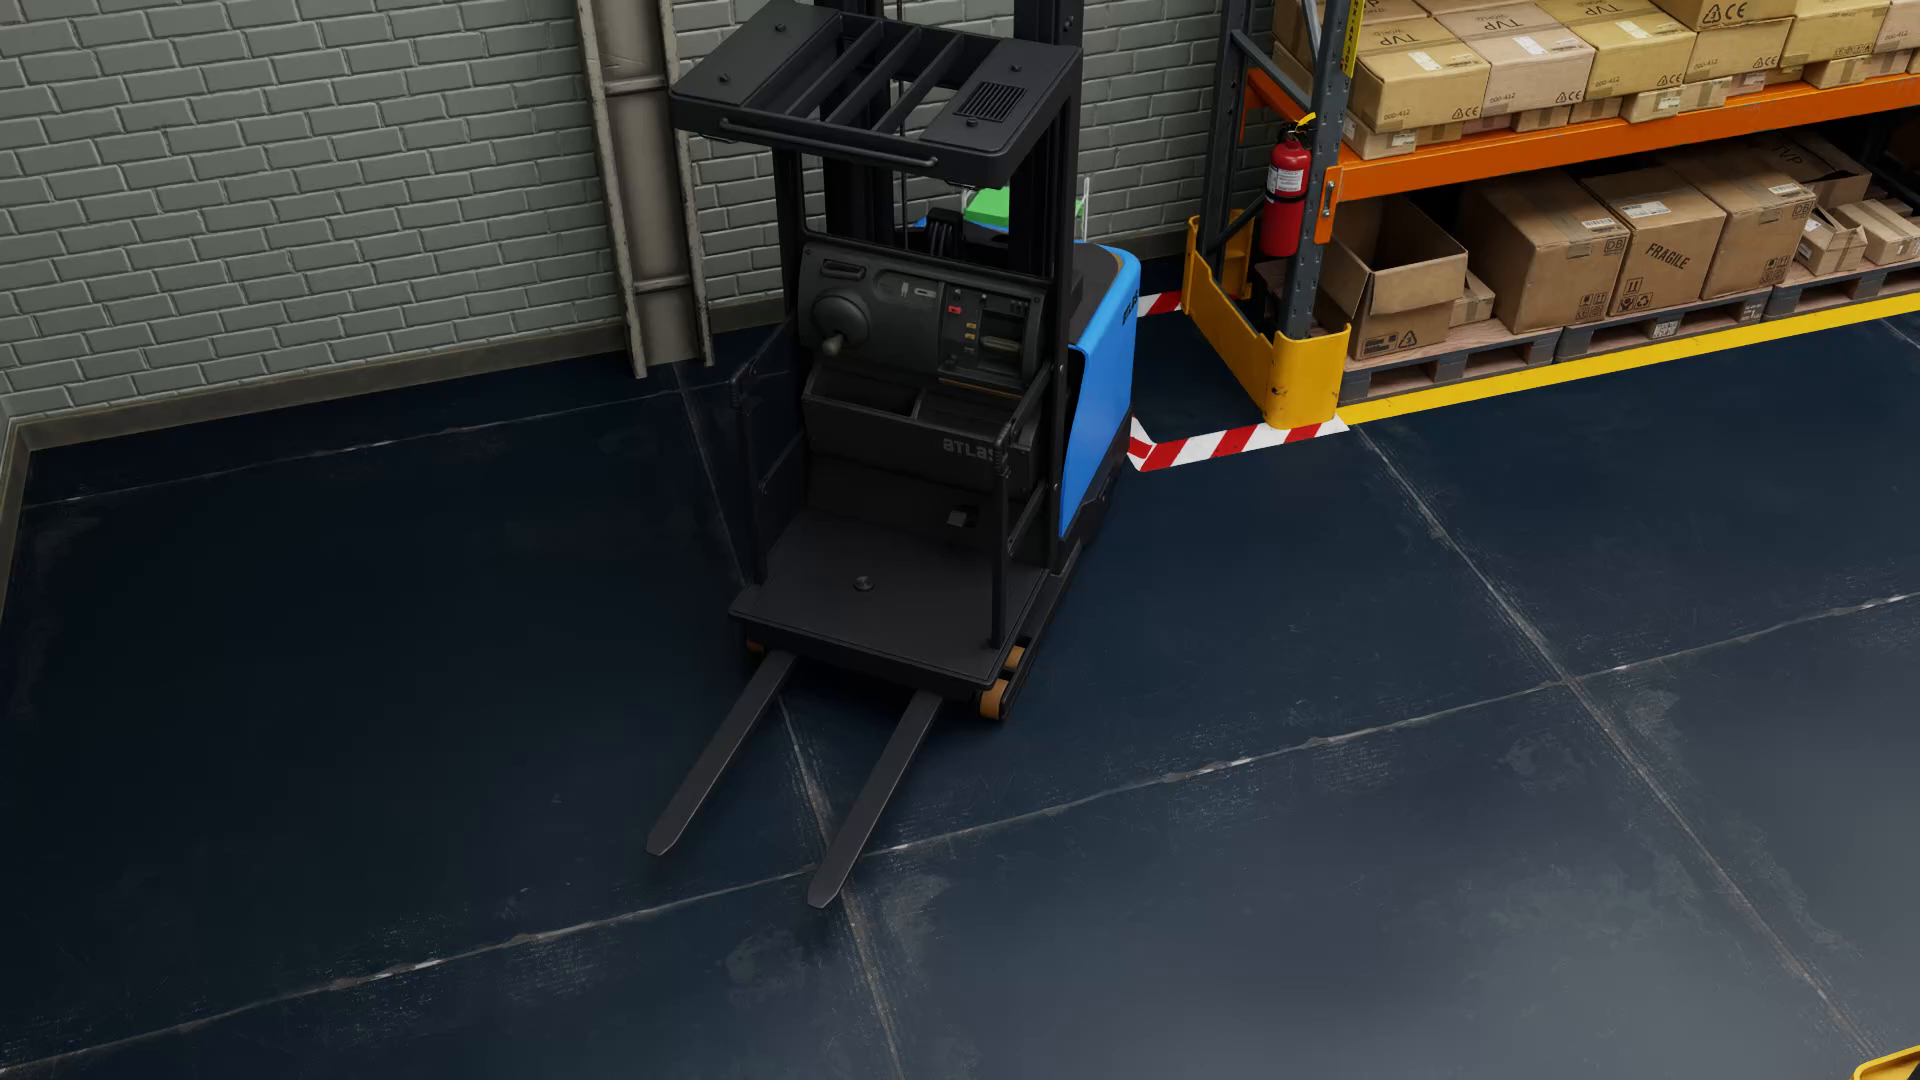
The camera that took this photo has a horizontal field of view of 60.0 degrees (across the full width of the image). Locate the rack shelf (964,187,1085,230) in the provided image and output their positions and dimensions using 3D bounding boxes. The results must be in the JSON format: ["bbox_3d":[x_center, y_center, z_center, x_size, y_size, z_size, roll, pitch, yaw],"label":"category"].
[{"bbox_3d":[0.285,-1.418,7.326,0.480,0.148,0.258,14,44,15],"label":"rack shelf"}]

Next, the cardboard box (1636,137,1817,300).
[{"bbox_3d":[3.824,-1.651,8.440,0.500,0.500,0.700,-13,43,-15],"label":"cardboard box"}]

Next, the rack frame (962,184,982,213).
[{"bbox_3d":[0.059,-1.164,7.668,0.015,1.200,0.240,14,44,15],"label":"rack frame"}]

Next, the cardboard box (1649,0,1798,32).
[{"bbox_3d":[3.339,-2.578,7.239,0.500,0.500,0.500,-11,42,-12],"label":"cardboard box"}]

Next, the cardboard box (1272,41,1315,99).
[{"bbox_3d":[1.630,-2.162,7.636,0.250,0.149,0.380,-12,43,-14],"label":"cardboard box"}]

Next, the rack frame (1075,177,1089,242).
[{"bbox_3d":[0.516,-1.052,7.539,0.015,1.200,0.240,14,44,15],"label":"rack frame"}]

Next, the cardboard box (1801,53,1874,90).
[{"bbox_3d":[4.006,-2.262,7.751,0.250,0.149,0.380,-12,43,-14],"label":"cardboard box"}]

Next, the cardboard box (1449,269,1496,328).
[{"bbox_3d":[2.424,-1.228,8.223,0.250,0.149,0.380,-13,43,-15],"label":"cardboard box"}]

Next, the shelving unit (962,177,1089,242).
[{"bbox_3d":[0.287,-1.108,7.604,0.503,1.200,0.258,14,44,15],"label":"shelving unit"}]

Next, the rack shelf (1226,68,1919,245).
[{"bbox_3d":[3.302,-2.147,7.974,4.000,0.370,1.077,-12,42,-13],"label":"rack shelf"}]

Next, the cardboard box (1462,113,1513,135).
[{"bbox_3d":[2.260,-1.974,7.420,0.250,0.149,0.380,-12,43,-14],"label":"cardboard box"}]

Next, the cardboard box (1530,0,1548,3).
[{"bbox_3d":[2.720,-2.532,7.756,0.500,0.250,0.500,-10,42,-12],"label":"cardboard box"}]

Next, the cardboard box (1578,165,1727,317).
[{"bbox_3d":[3.368,-1.487,8.253,0.500,0.500,0.500,-11,42,-12],"label":"cardboard box"}]

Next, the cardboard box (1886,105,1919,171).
[{"bbox_3d":[5.589,-2.313,9.198,0.500,0.500,0.500,-12,43,-13],"label":"cardboard box"}]

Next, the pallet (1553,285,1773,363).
[{"bbox_3d":[3.389,-1.384,8.674,1.213,0.211,1.003,-12,42,-13],"label":"pallet"}]

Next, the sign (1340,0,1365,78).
[{"bbox_3d":[1.558,-2.008,6.611,0.005,0.325,0.100,-12,42,-13],"label":"sign"}]

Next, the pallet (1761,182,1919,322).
[{"bbox_3d":[4.555,-1.628,8.953,1.213,0.211,1.003,-12,42,-13],"label":"pallet"}]

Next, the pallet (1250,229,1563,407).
[{"bbox_3d":[2.227,-1.146,8.401,1.213,0.211,1.003,-12,42,-13],"label":"pallet"}]

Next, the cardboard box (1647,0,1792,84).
[{"bbox_3d":[3.353,-2.315,7.508,0.500,0.250,0.500,-13,43,-14],"label":"cardboard box"}]

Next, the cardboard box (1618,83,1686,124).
[{"bbox_3d":[3.034,-2.044,7.501,0.250,0.149,0.380,-13,43,-14],"label":"cardboard box"}]

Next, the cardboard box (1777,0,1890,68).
[{"bbox_3d":[3.844,-2.416,7.624,0.500,0.250,0.500,-12,43,-13],"label":"cardboard box"}]

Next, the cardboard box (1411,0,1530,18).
[{"bbox_3d":[2.246,-2.437,7.647,0.500,0.250,0.500,-12,42,-13],"label":"cardboard box"}]

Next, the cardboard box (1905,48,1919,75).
[{"bbox_3d":[4.499,-2.365,7.869,0.250,0.149,0.380,-11,42,-12],"label":"cardboard box"}]

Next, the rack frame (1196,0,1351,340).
[{"bbox_3d":[1.395,-2.023,7.285,0.127,3.000,1.000,-12,42,-13],"label":"rack frame"}]

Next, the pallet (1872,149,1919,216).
[{"bbox_3d":[5.974,-1.947,9.319,1.213,0.211,1.003,-12,42,-13],"label":"pallet"}]

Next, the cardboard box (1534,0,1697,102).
[{"bbox_3d":[2.872,-2.201,7.377,0.500,0.250,0.500,-12,43,-14],"label":"cardboard box"}]

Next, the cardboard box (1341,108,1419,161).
[{"bbox_3d":[1.791,-1.821,7.245,0.250,0.149,0.380,-12,43,-13],"label":"cardboard box"}]

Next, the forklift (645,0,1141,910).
[{"bbox_3d":[-0.224,-0.720,5.847,1.130,2.935,3.031,14,43,16],"label":"forklift"}]

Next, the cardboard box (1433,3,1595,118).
[{"bbox_3d":[2.389,-2.099,7.260,0.500,0.250,0.500,-11,42,-13],"label":"cardboard box"}]

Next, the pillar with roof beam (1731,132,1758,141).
[{"bbox_3d":[5.568,-2.799,3.614,0.400,9.000,9.100,-12,42,-13],"label":"pillar with roof beam"}]

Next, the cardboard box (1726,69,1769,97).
[{"bbox_3d":[3.505,-2.203,7.683,0.250,0.149,0.380,-12,43,-13],"label":"cardboard box"}]

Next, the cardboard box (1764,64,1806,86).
[{"bbox_3d":[3.726,-2.282,7.773,0.250,0.149,0.380,-11,42,-12],"label":"cardboard box"}]

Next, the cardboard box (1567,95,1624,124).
[{"bbox_3d":[2.771,-2.041,7.498,0.250,0.149,0.380,-11,42,-12],"label":"cardboard box"}]

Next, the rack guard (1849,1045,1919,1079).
[{"bbox_3d":[2.866,2.038,4.538,0.348,0.500,1.175,-12,42,-13],"label":"rack guard"}]

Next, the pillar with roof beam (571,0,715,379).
[{"bbox_3d":[-0.155,-1.613,2.257,0.400,9.000,9.100,-12,42,-13],"label":"pillar with roof beam"}]

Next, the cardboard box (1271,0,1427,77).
[{"bbox_3d":[1.754,-2.336,7.531,0.500,0.250,0.500,-11,42,-12],"label":"cardboard box"}]

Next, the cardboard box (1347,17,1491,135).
[{"bbox_3d":[1.908,-1.999,7.146,0.500,0.250,0.500,-11,42,-13],"label":"cardboard box"}]

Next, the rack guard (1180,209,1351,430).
[{"bbox_3d":[1.467,-1.096,8.125,0.348,0.500,1.175,-12,42,-13],"label":"rack guard"}]

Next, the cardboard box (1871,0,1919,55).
[{"bbox_3d":[4.324,-2.507,7.727,0.500,0.250,0.500,-12,42,-13],"label":"cardboard box"}]

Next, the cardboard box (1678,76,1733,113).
[{"bbox_3d":[3.279,-2.109,7.575,0.250,0.149,0.380,-11,42,-12],"label":"cardboard box"}]

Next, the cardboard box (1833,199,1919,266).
[{"bbox_3d":[4.767,-1.603,8.653,0.250,0.149,0.380,-13,43,-14],"label":"cardboard box"}]

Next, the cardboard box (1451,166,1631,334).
[{"bbox_3d":[2.834,-1.445,8.205,0.500,0.500,0.700,-10,42,-11],"label":"cardboard box"}]

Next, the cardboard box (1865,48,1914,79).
[{"bbox_3d":[4.241,-2.331,7.829,0.250,0.149,0.380,-11,42,-12],"label":"cardboard box"}]

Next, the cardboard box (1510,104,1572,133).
[{"bbox_3d":[2.519,-1.985,7.434,0.250,0.149,0.380,-10,42,-12],"label":"cardboard box"}]

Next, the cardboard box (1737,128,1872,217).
[{"bbox_3d":[4.509,-1.976,8.957,0.500,0.311,0.500,-10,42,-12],"label":"cardboard box"}]

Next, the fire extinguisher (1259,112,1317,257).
[{"bbox_3d":[1.393,-1.534,7.068,0.183,0.674,0.296,-12,42,-13],"label":"fire extinguisher"}]

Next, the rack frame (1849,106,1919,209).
[{"bbox_3d":[5.210,-2.813,8.190,0.127,3.000,1.000,-12,42,-13],"label":"rack frame"}]

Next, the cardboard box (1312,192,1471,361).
[{"bbox_3d":[2.007,-1.302,8.039,0.637,0.503,0.797,-13,43,-15],"label":"cardboard box"}]

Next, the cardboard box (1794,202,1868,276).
[{"bbox_3d":[4.426,-1.577,8.534,0.258,0.266,0.396,-10,42,-12],"label":"cardboard box"}]

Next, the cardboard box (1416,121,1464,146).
[{"bbox_3d":[2.019,-1.900,7.336,0.250,0.149,0.380,-11,42,-12],"label":"cardboard box"}]
